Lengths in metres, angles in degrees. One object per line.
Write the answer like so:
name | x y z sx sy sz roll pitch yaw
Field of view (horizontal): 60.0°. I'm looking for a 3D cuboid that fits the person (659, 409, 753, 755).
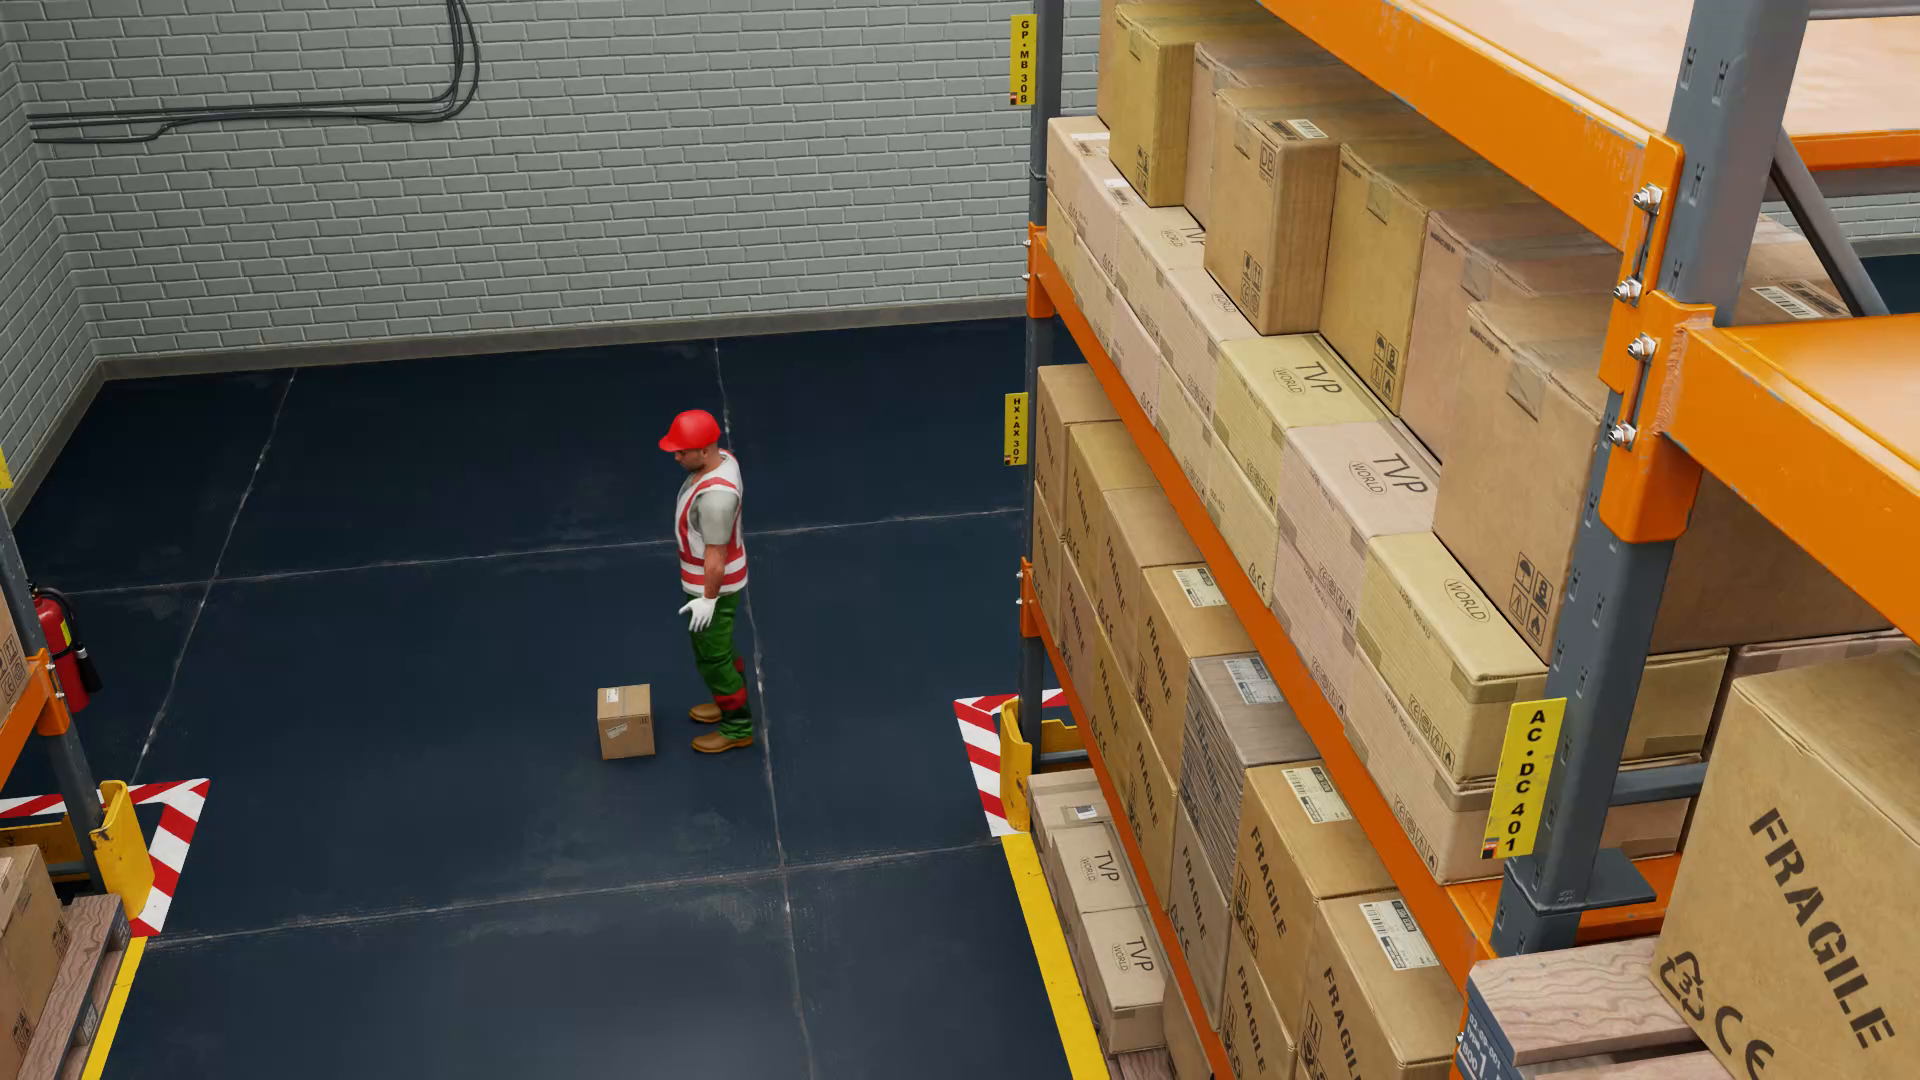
person | -1.164 0.193 7.797 0.358 1.776 0.528 -5 31 -8
